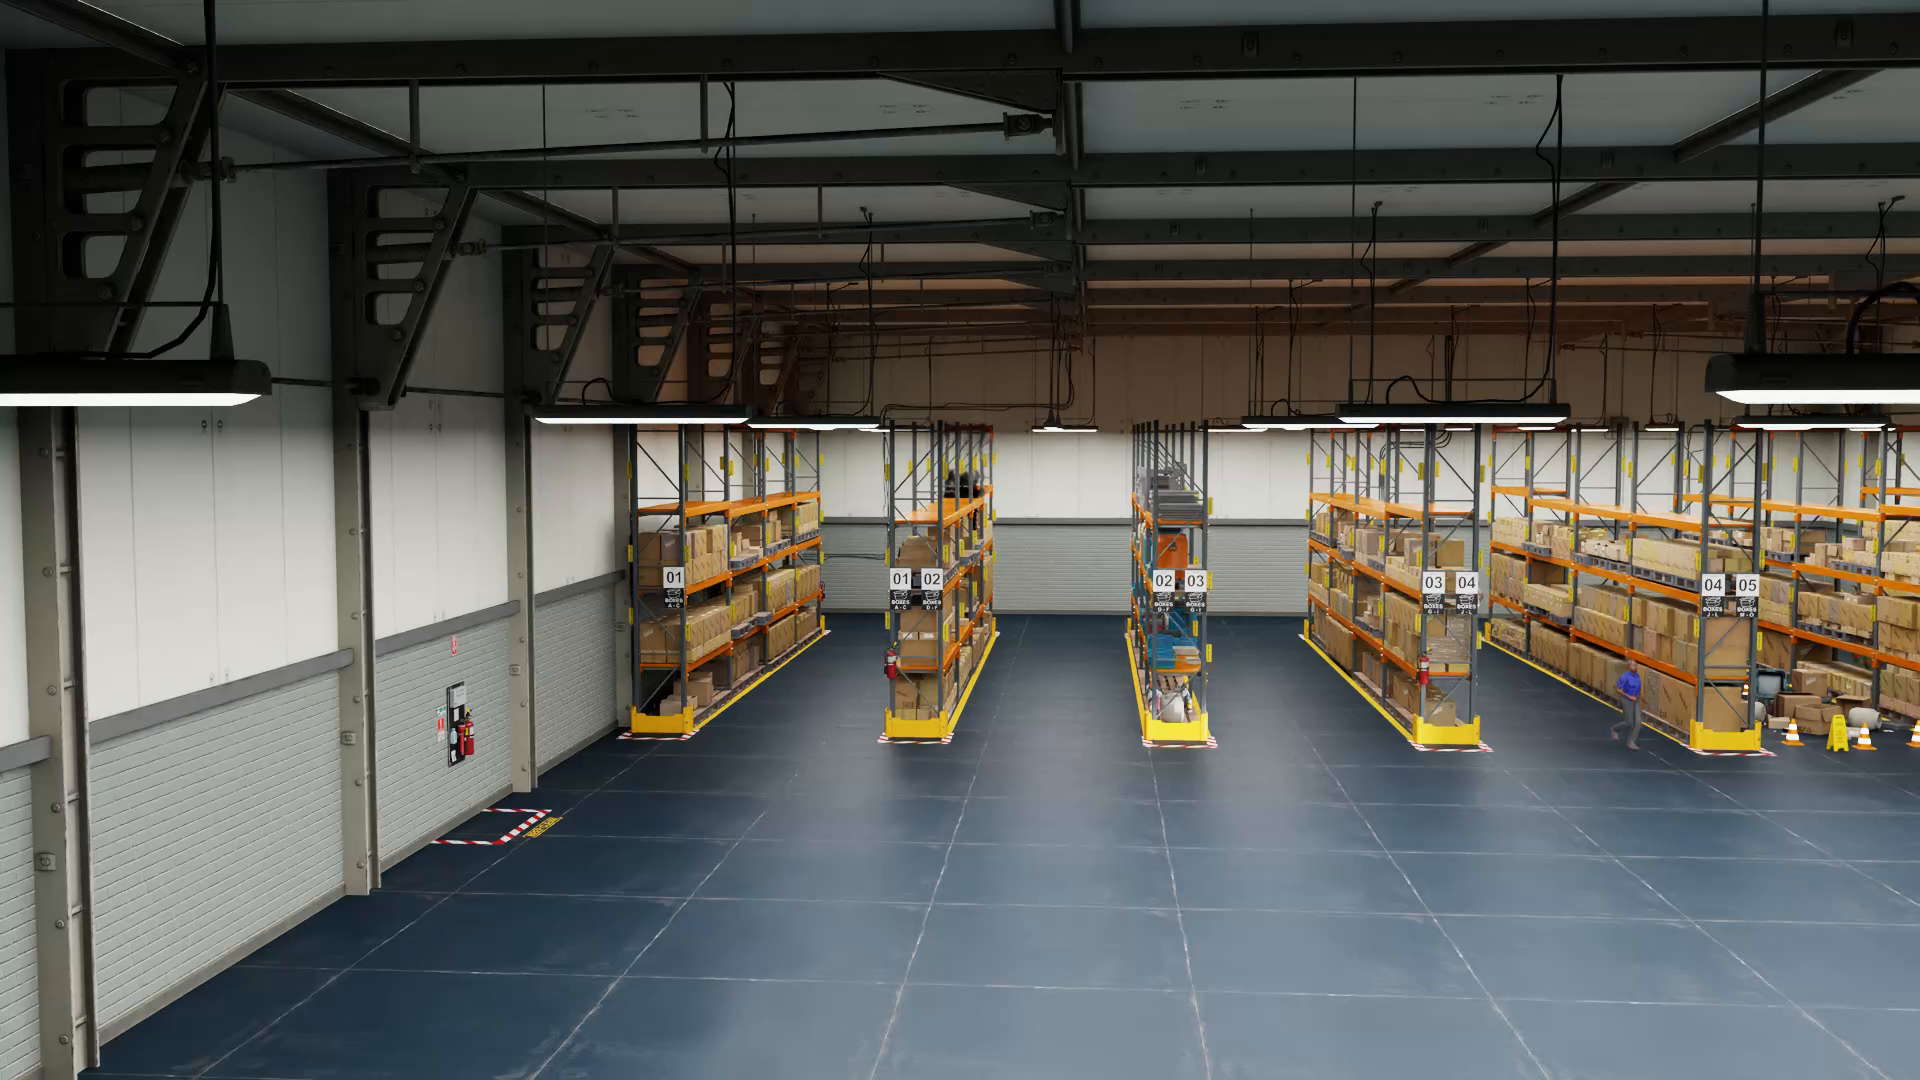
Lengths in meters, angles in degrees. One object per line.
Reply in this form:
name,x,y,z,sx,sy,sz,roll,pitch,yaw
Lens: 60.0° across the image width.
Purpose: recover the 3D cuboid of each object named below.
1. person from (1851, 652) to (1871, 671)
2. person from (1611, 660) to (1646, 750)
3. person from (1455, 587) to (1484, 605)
person,21.430,2.338,39.540,0.695,1.783,0.667,0,4,7
person,12.255,2.993,30.442,0.581,1.616,0.631,-2,4,-23
person,14.356,1.882,47.023,0.671,1.789,0.747,-2,4,-27
